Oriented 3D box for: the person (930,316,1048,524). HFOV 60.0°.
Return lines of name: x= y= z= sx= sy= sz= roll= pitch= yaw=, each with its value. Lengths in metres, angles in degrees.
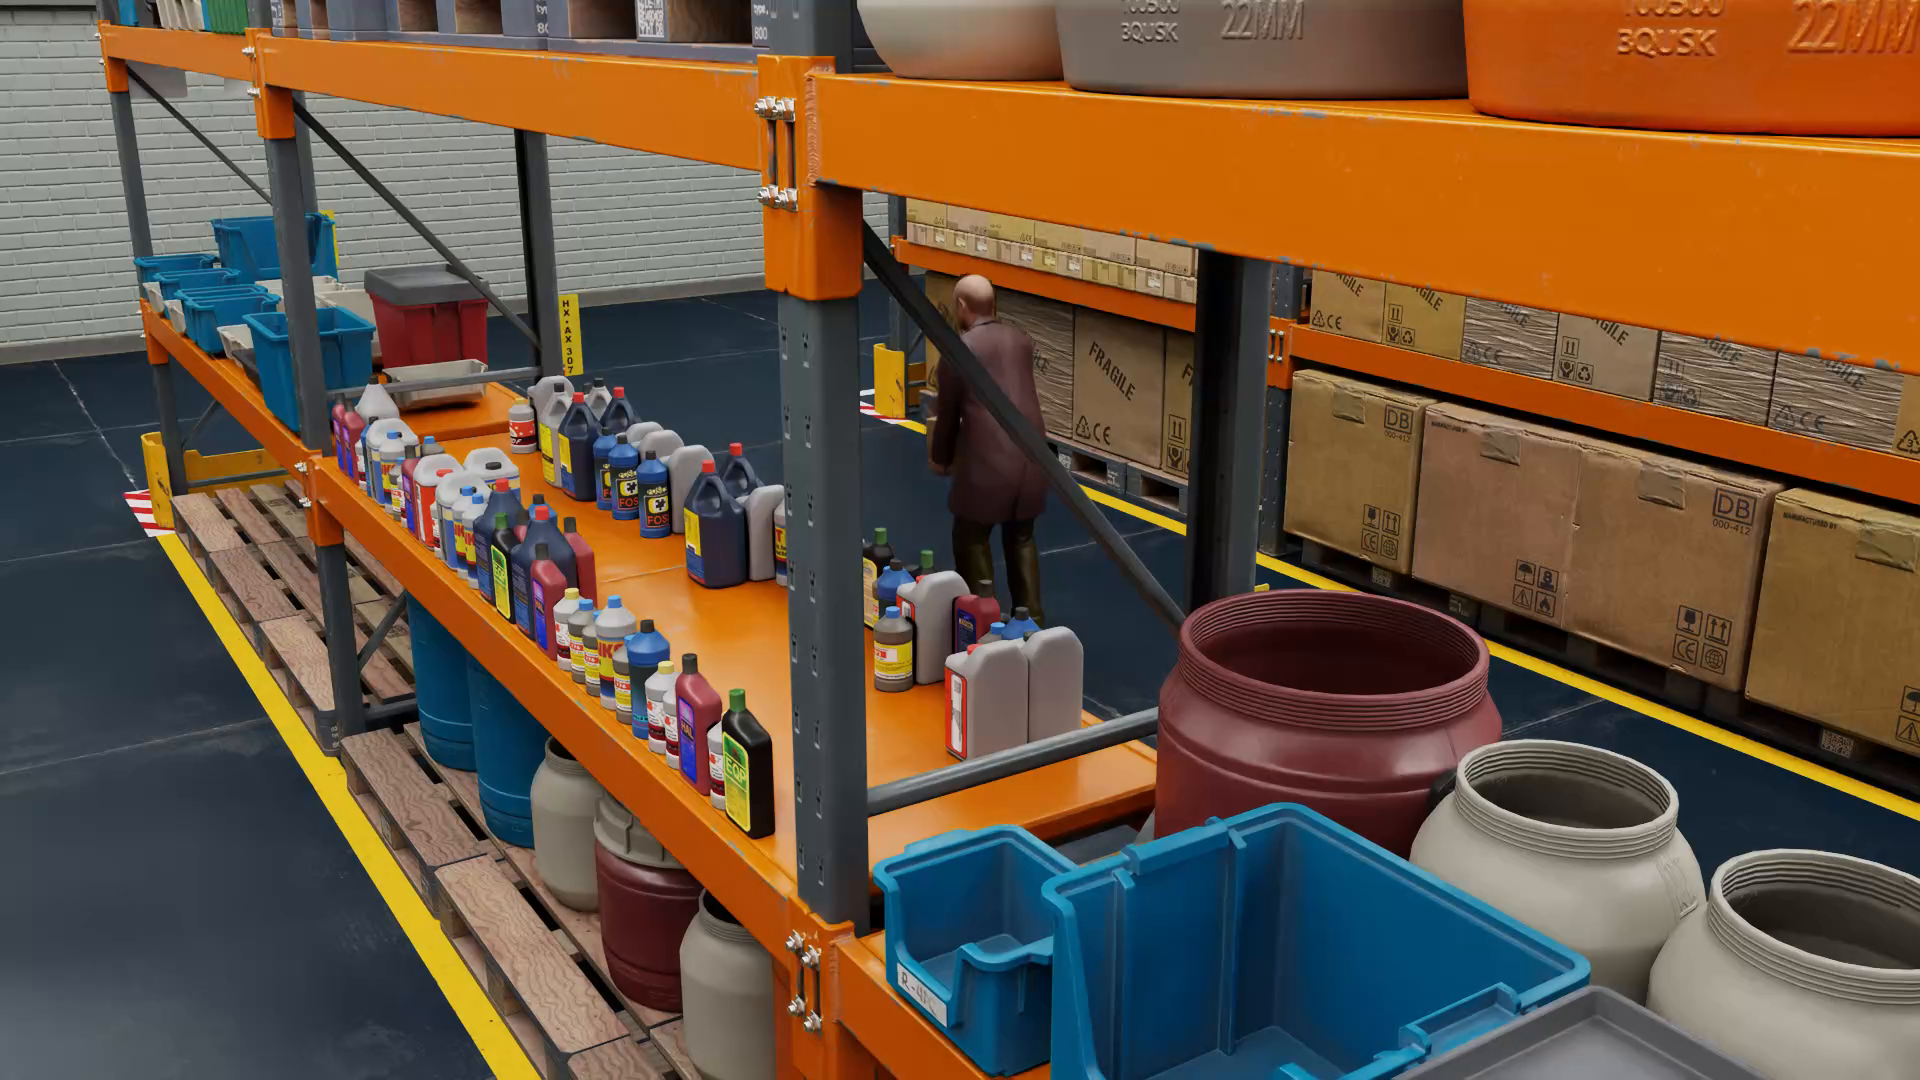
person: x=0.155 y=-0.574 z=7.681 sx=0.533 sy=0.927 sz=0.526 roll=-12 pitch=21 yaw=-32
